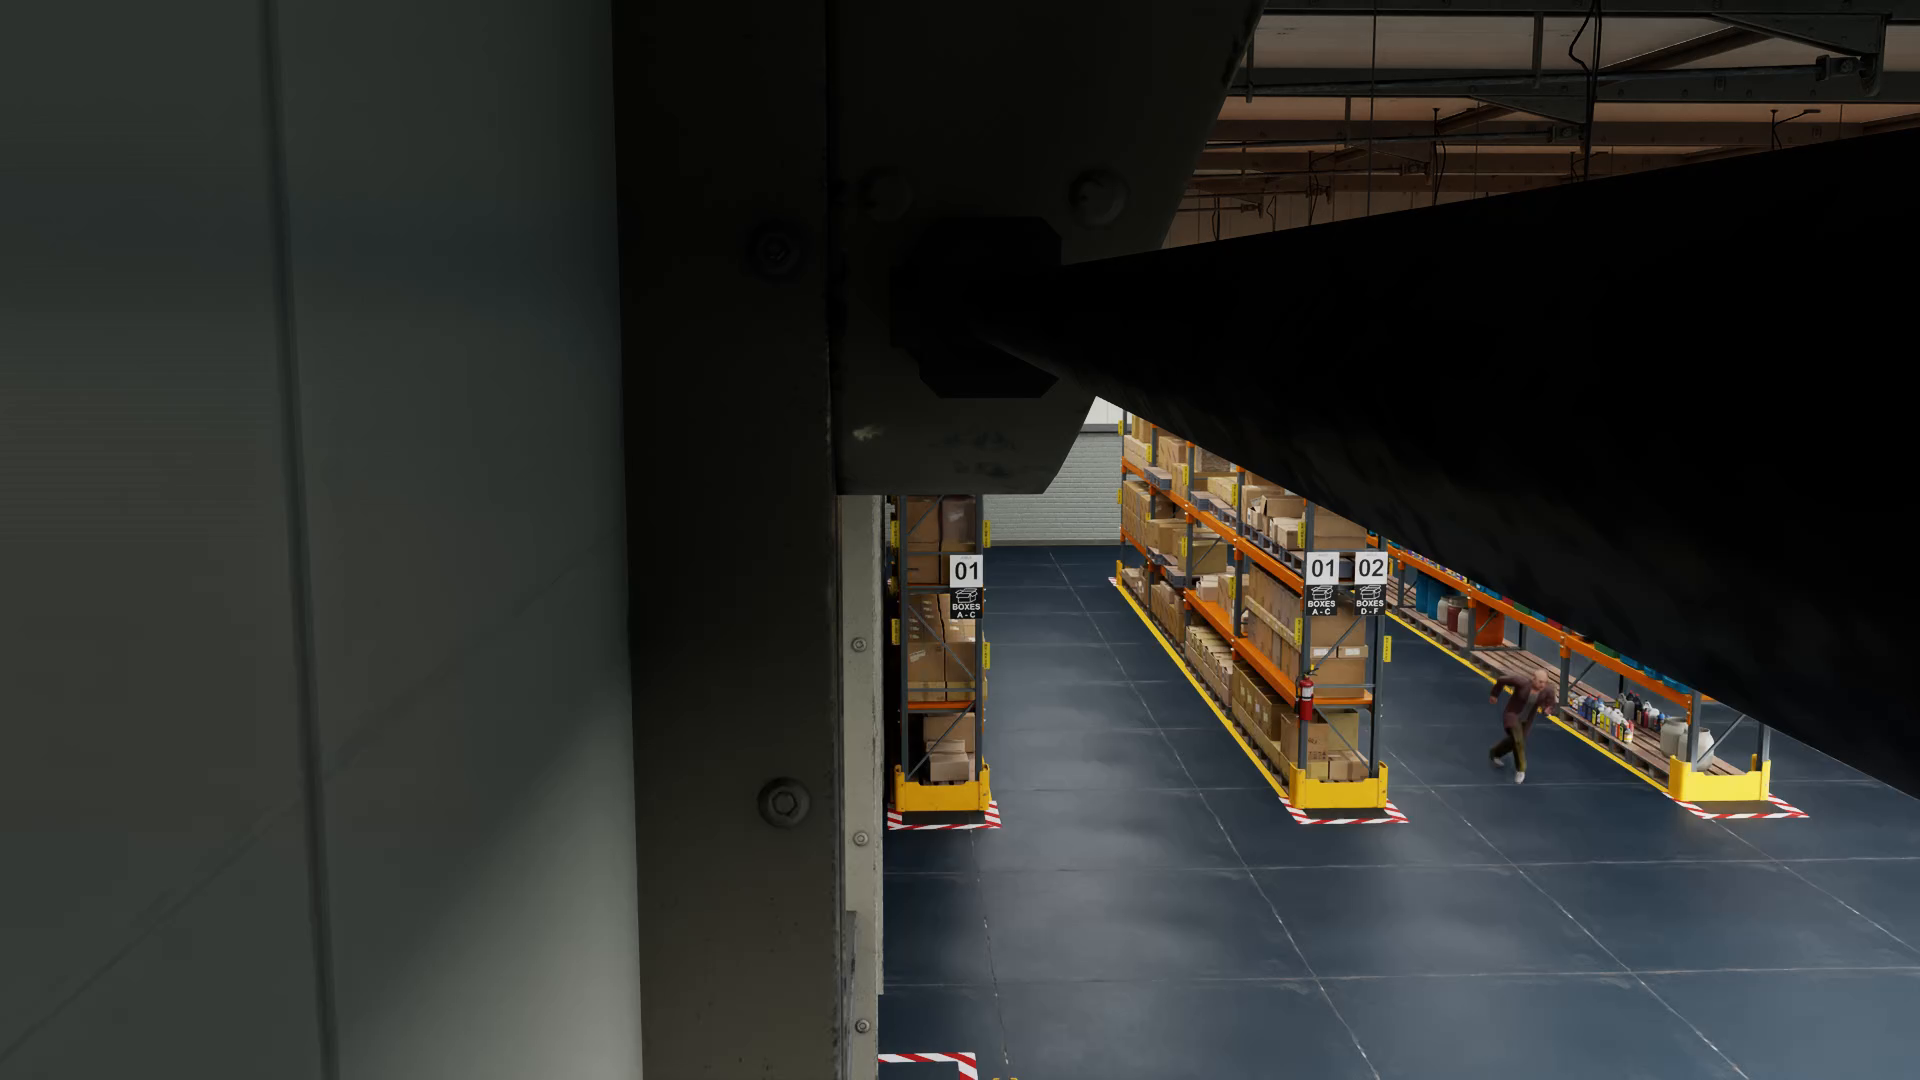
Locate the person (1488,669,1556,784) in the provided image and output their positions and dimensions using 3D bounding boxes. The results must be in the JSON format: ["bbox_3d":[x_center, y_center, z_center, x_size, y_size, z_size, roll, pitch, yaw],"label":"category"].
[{"bbox_3d":[7.361,2.380,21.868,0.693,1.567,1.235,-1,9,-8],"label":"person"}]
